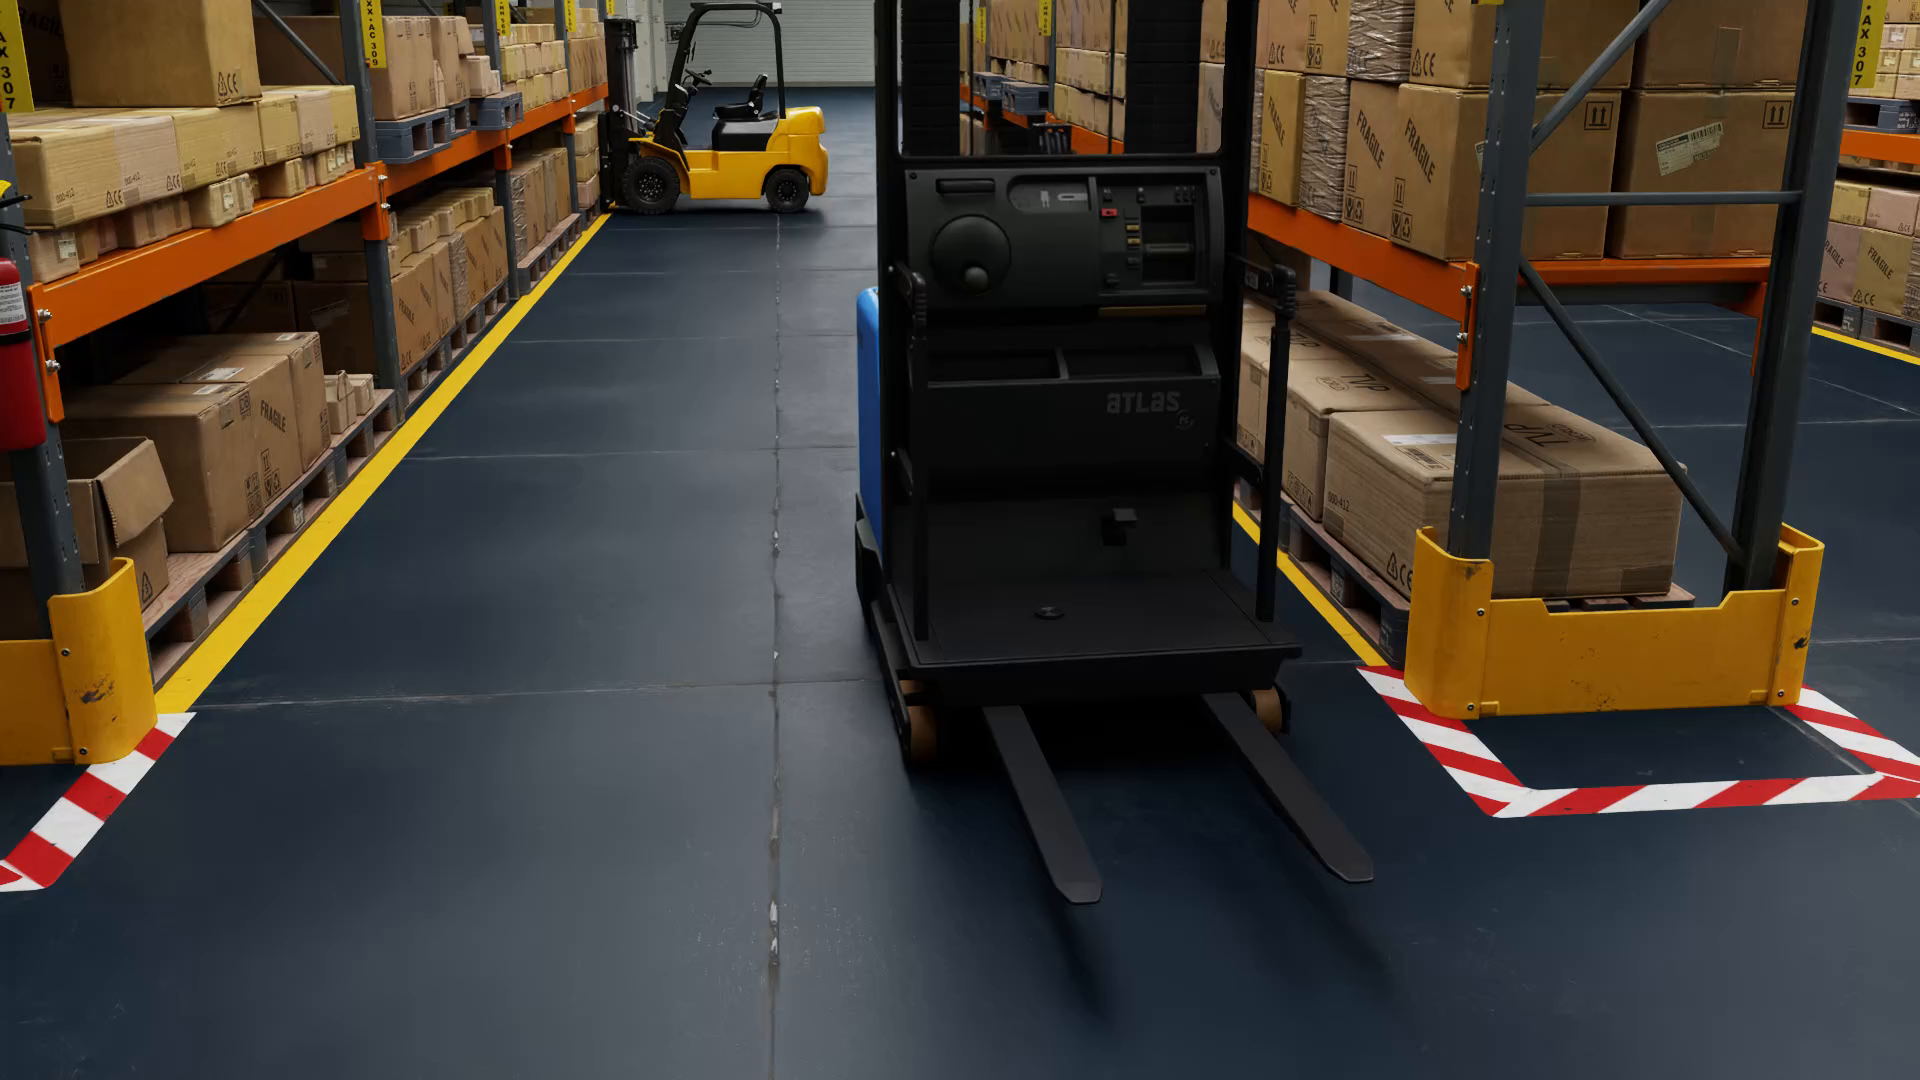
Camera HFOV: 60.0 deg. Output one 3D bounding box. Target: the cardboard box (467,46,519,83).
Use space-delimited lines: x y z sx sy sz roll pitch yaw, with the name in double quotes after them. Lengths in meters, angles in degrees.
-3.553 -3.505 12.249 0.500 0.250 0.500 -2 18 -6 "cardboard box"

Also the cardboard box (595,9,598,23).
-4.243 -5.830 18.493 0.380 0.149 0.250 -1 17 -4 "cardboard box"

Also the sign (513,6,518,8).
-5.153 -6.016 19.255 0.100 0.325 0.005 -2 18 -6 "sign"

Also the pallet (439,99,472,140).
-3.570 -2.527 10.037 1.003 0.211 1.213 -2 18 -6 "pallet"

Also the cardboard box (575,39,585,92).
-4.044 -4.732 16.574 0.500 0.500 0.500 -1 17 -5 "cardboard box"

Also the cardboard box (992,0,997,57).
0.565 -4.636 15.071 0.500 0.500 0.500 -2 18 -5 "cardboard box"

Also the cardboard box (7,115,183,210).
-2.781 -1.178 5.175 0.500 0.250 0.500 -2 17 -5 "cardboard box"

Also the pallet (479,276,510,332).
-3.735 -1.643 11.559 1.003 0.211 1.213 -2 18 -6 "pallet"

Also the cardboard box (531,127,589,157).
-3.925 -3.908 16.339 0.500 0.250 0.500 -2 18 -6 "cardboard box"

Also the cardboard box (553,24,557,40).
-3.959 -4.849 15.866 0.380 0.149 0.250 -2 18 -7 "cardboard box"

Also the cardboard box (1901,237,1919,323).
6.161 -1.564 10.122 0.500 0.500 0.500 -2 18 -7 "cardboard box"

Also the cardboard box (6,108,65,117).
-3.359 -1.314 5.610 0.500 0.250 0.500 -1 17 -4 "cardboard box"

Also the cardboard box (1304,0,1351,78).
1.570 -1.932 5.986 0.500 0.500 0.500 -2 18 -6 "cardboard box"

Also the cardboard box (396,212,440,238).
-3.388 -1.905 10.125 0.380 0.149 0.250 -2 18 -5 "cardboard box"

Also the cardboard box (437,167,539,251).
-3.901 -2.645 13.359 0.875 0.625 0.625 -1 17 -4 "cardboard box"

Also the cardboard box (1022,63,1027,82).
0.706 -3.749 13.330 0.380 0.149 0.250 -3 18 -8 "cardboard box"

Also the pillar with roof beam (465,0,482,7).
-1.143 -8.341 18.221 9.100 9.000 0.400 -2 18 -6 "pillar with roof beam"

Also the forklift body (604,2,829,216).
-2.590 -4.667 17.953 2.313 2.155 1.214 -2 18 -6 "forklift body"

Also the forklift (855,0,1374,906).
0.340 -0.884 4.601 1.130 2.935 3.031 -3 18 -8 "forklift"

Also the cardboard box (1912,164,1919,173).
10.605 -3.978 17.812 0.500 0.500 0.500 -2 18 -7 "cardboard box"

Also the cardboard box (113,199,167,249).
-2.810 -1.029 5.367 0.380 0.149 0.250 -1 17 -4 "cardboard box"

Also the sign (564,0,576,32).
-3.649 -4.923 15.551 0.100 0.325 0.005 -2 18 -6 "sign"

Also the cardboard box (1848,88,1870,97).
6.085 -3.003 10.954 0.380 0.149 0.250 -2 18 -7 "cardboard box"

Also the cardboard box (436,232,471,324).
-3.347 -1.626 10.322 0.500 0.500 0.500 -2 18 -8 "cardboard box"

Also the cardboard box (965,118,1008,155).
0.314 -4.261 17.880 0.500 0.500 0.500 -1 17 -3 "cardboard box"

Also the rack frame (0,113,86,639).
-2.950 -0.814 4.262 1.000 3.000 0.127 -2 18 -6 "rack frame"

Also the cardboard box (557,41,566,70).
-3.882 -4.418 15.157 0.500 0.250 0.500 -2 18 -7 "cardboard box"

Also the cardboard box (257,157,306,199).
-2.924 -1.491 6.837 0.380 0.149 0.250 -2 18 -6 "cardboard box"

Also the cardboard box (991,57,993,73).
0.492 -4.450 15.561 0.380 0.149 0.250 -2 17 -5 "cardboard box"

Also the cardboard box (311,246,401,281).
-3.135 -1.438 8.639 0.380 0.149 0.250 -1 17 -3 "cardboard box"

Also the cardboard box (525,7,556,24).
-3.925 -4.992 15.825 0.380 0.149 0.250 -1 17 -5 "cardboard box"

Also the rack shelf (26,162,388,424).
-3.156 -1.067 6.268 1.077 0.370 4.000 -2 18 -6 "rack shelf"

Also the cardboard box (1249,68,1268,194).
1.455 -1.761 7.113 0.500 0.500 0.500 -2 18 -5 "cardboard box"

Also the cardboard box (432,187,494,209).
-3.472 -2.375 11.624 0.380 0.149 0.250 -3 18 -8 "cardboard box"

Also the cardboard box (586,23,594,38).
-4.129 -5.462 17.817 0.380 0.149 0.250 -2 18 -5 "cardboard box"

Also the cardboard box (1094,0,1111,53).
1.117 -3.270 10.247 0.500 0.500 0.500 -1 17 -5 "cardboard box"

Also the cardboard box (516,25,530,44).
-3.658 -4.043 13.297 0.380 0.149 0.250 -1 17 -4 "cardboard box"

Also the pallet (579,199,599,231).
-4.228 -3.297 16.826 1.003 0.211 1.213 -2 18 -6 "pallet"

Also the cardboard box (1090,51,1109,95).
1.099 -2.906 10.341 0.500 0.250 0.500 -1 17 -5 "cardboard box"

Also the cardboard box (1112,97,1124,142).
1.193 -2.517 9.937 0.500 0.250 0.500 -2 18 -7 "cardboard box"

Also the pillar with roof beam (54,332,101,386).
0.095 -4.766 6.833 9.100 9.000 0.400 -2 18 -6 "pillar with roof beam"

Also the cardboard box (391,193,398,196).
-4.030 -2.270 11.288 0.380 0.149 0.250 -1 17 -4 "cardboard box"

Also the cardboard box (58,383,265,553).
-2.968 -0.263 5.978 0.700 0.500 0.500 -1 17 -3 "cardboard box"

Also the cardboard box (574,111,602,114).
-4.242 -4.819 19.239 0.500 0.250 0.500 -1 17 -4 "cardboard box"

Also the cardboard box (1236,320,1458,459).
1.626 -0.681 7.415 0.875 0.438 0.875 -2 18 -7 "cardboard box"

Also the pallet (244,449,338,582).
-3.163 -0.106 6.663 1.003 0.211 1.213 -2 18 -6 "pallet"

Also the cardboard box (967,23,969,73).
0.338 -5.166 17.459 0.500 0.500 0.500 -1 17 -4 "cardboard box"

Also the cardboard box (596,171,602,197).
-4.044 -3.735 17.457 0.500 0.250 0.500 -1 17 -5 "cardboard box"

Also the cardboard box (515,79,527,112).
-3.624 -3.416 12.799 0.500 0.250 0.500 -2 18 -7 "cardboard box"

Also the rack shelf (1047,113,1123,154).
1.368 -2.413 10.556 1.077 0.370 4.000 -2 18 -6 "rack shelf"

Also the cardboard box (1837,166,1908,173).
6.469 -2.555 12.027 0.500 0.250 0.500 -2 17 -5 "cardboard box"

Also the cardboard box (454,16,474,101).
-3.423 -2.966 10.245 0.797 0.503 0.637 -2 18 -7 "cardboard box"
